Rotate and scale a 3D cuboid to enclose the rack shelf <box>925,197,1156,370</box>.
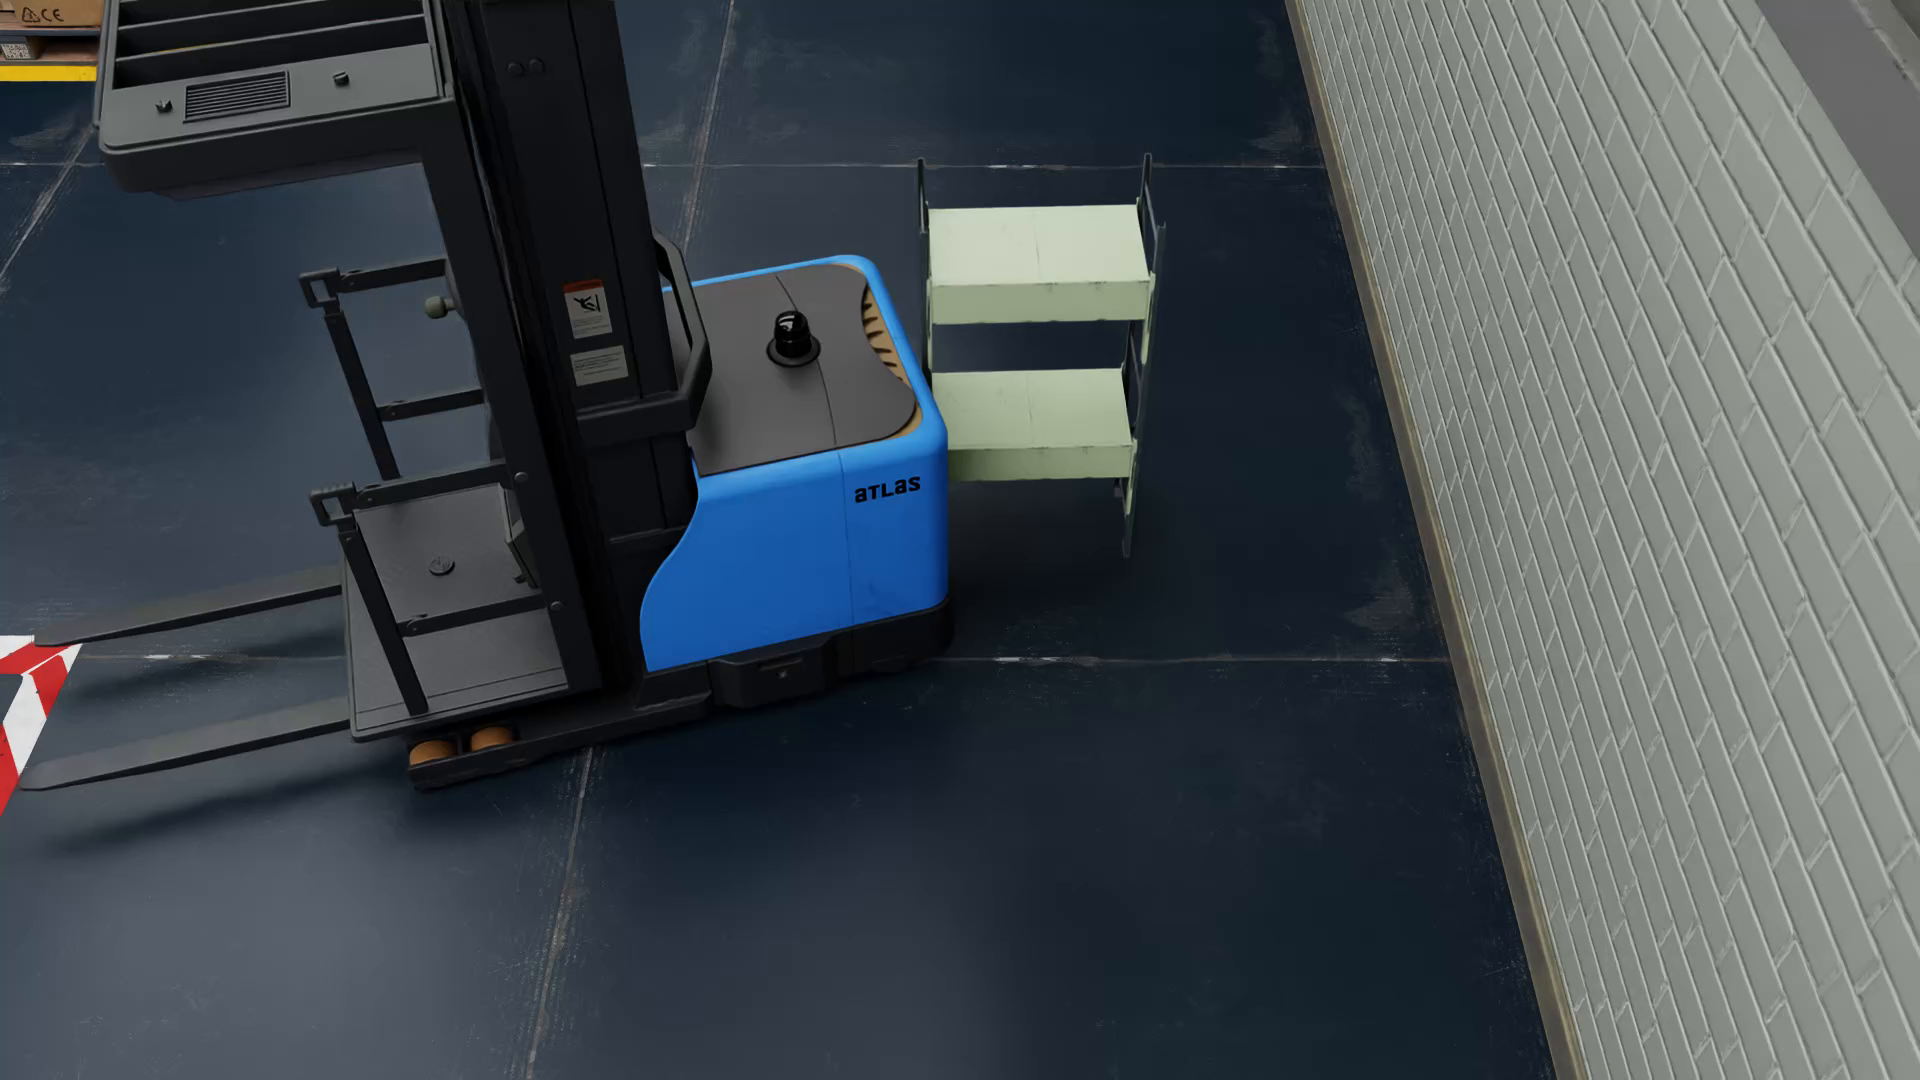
[{"bbox_3d":[0.247,-0.846,5.480,0.720,0.370,0.431,-2,47,-1],"label":"rack shelf"}]

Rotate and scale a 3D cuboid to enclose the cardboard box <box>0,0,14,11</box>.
[{"bbox_3d":[-4.870,-2.883,8.519,0.250,0.166,0.380,0,47,0],"label":"cardboard box"}]

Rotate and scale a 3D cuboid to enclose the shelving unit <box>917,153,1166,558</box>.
[{"bbox_3d":[0.247,-0.580,5.766,0.755,1.500,0.431,-2,47,-1],"label":"shelving unit"}]

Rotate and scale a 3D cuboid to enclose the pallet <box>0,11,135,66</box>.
[{"bbox_3d":[-4.794,-2.862,8.770,1.213,0.211,1.003,0,47,0],"label":"pallet"}]

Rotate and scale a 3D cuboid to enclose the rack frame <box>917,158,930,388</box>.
[{"bbox_3d":[-0.119,-0.570,5.756,0.023,1.500,0.400,-2,47,-1],"label":"rack frame"}]

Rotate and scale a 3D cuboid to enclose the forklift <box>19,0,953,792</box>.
[{"bbox_3d":[-1.599,-0.617,4.822,3.031,2.935,1.130,-12,48,-11],"label":"forklift"}]

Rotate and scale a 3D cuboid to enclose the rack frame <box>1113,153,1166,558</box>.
[{"bbox_3d":[0.613,-0.590,5.775,0.023,1.500,0.400,-2,47,-1],"label":"rack frame"}]

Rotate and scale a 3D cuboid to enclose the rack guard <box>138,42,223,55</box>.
[{"bbox_3d":[-3.997,-2.959,8.663,0.348,0.500,1.175,0,47,0],"label":"rack guard"}]

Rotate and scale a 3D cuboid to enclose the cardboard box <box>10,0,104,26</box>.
[{"bbox_3d":[-4.466,-2.930,8.335,0.500,0.500,0.500,0,47,0],"label":"cardboard box"}]

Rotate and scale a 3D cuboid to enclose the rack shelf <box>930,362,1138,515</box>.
[{"bbox_3d":[0.247,-0.358,6.004,0.720,0.370,0.431,-2,47,-1],"label":"rack shelf"}]
